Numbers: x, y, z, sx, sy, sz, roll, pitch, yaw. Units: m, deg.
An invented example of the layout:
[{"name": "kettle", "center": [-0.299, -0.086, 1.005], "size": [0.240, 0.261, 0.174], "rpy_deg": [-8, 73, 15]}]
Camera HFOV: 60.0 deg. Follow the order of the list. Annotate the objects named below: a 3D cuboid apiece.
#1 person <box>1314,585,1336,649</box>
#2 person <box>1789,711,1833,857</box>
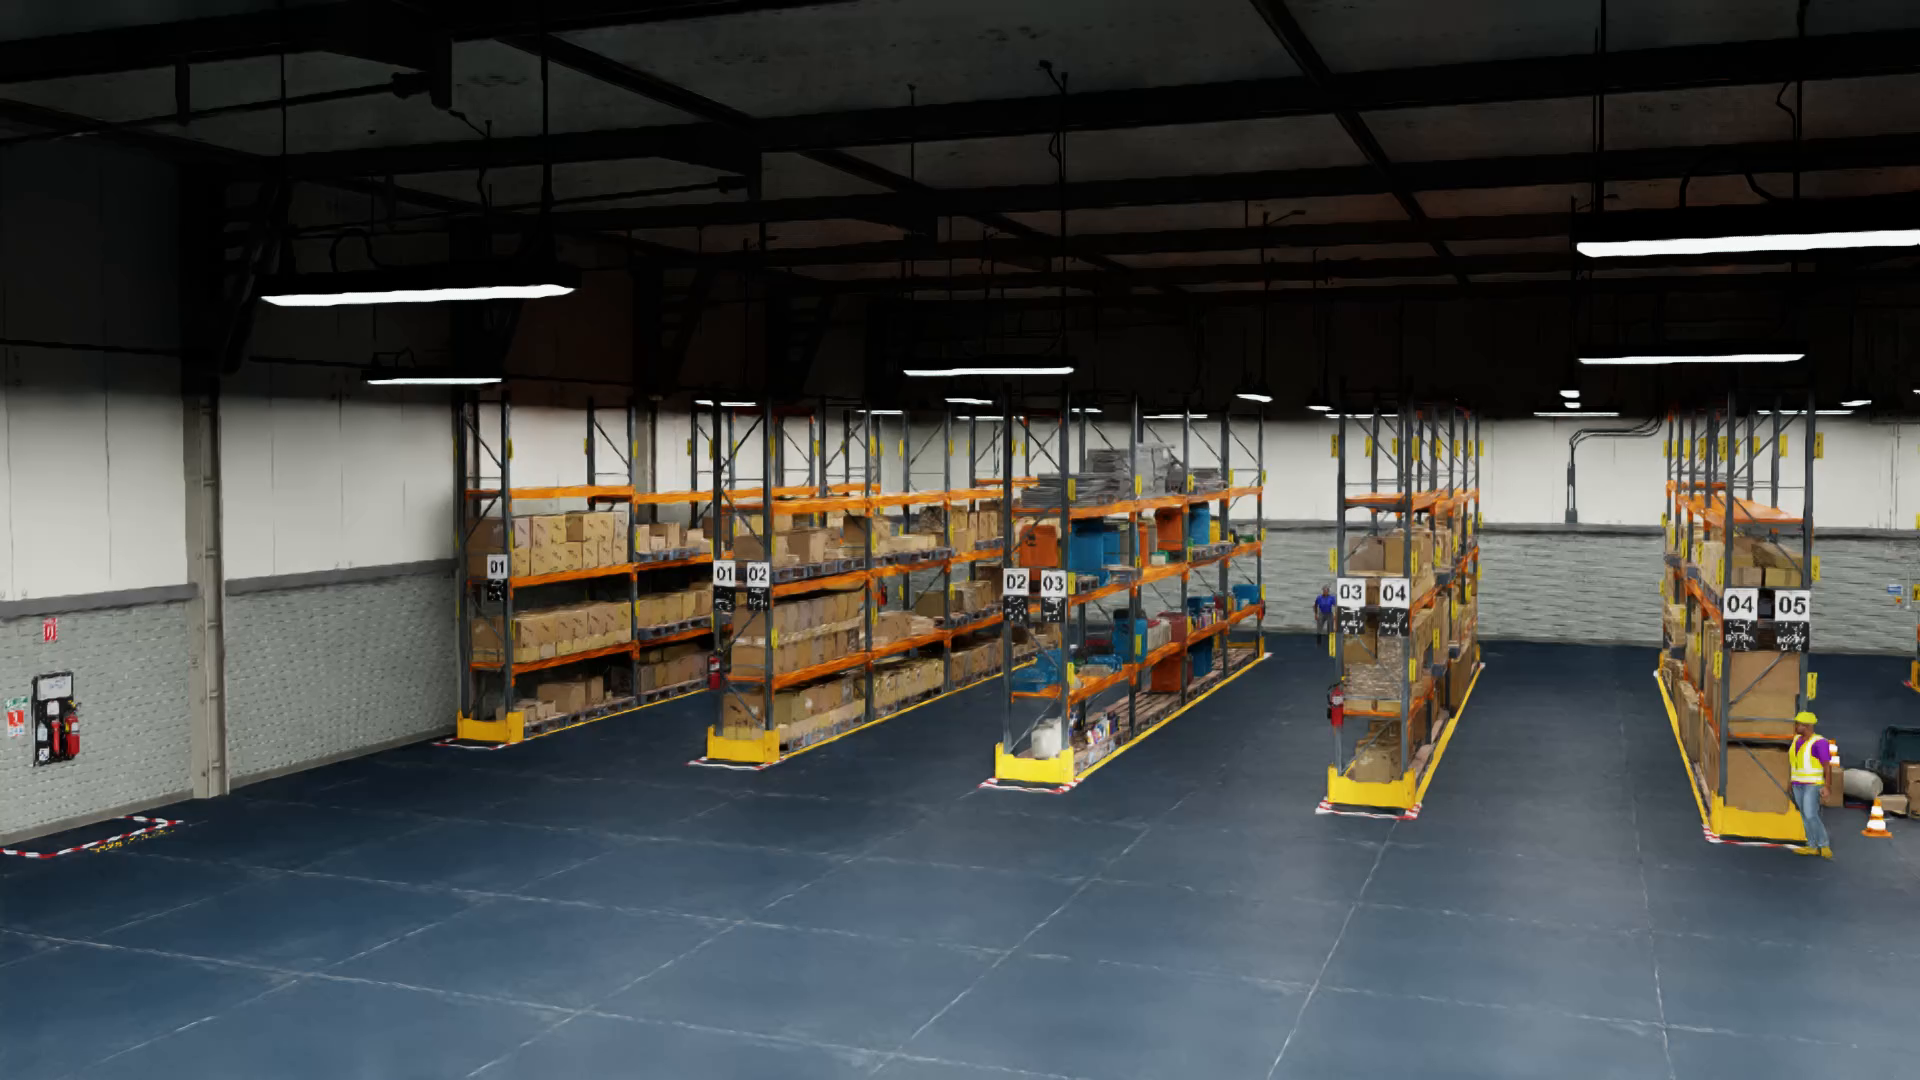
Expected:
[{"name": "person", "center": [9.147, 1.918, 41.601], "size": [0.592, 1.604, 0.518], "rpy_deg": [1, 3, 18]}, {"name": "person", "center": [10.441, 2.986, 20.413], "size": [0.398, 1.760, 0.652], "rpy_deg": [-1, 3, -13]}]
